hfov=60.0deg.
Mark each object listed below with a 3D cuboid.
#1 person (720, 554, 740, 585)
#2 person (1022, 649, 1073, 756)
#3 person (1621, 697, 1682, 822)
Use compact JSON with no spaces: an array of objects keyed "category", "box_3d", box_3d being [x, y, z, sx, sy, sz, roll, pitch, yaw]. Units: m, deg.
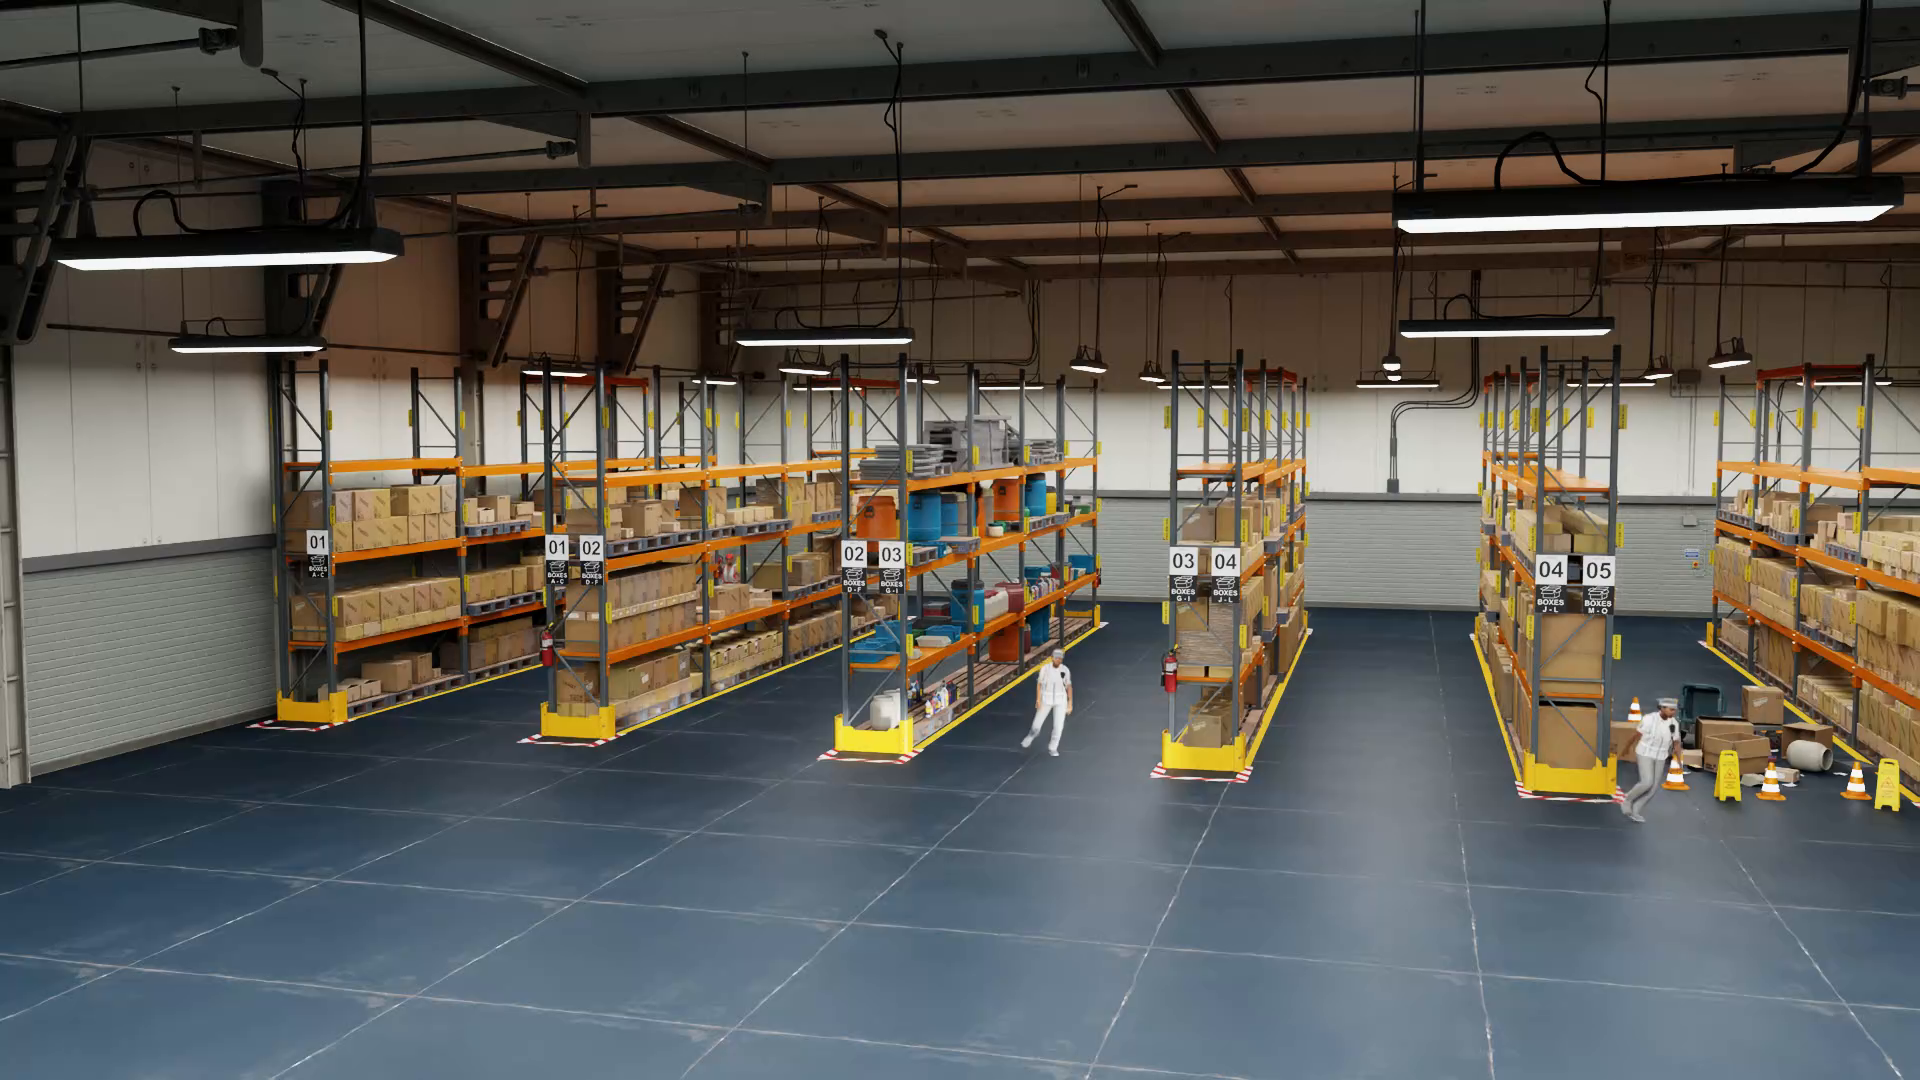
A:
[{"category":"person","box_3d":[-5.548,1.208,40.412,0.624,1.786,0.991,1,4,10]},{"category":"person","box_3d":[1.302,2.407,24.836,0.757,1.598,0.566,0,4,2]},{"category":"person","box_3d":[8.610,2.720,20.675,0.606,1.585,0.691,-1,4,-11]}]
